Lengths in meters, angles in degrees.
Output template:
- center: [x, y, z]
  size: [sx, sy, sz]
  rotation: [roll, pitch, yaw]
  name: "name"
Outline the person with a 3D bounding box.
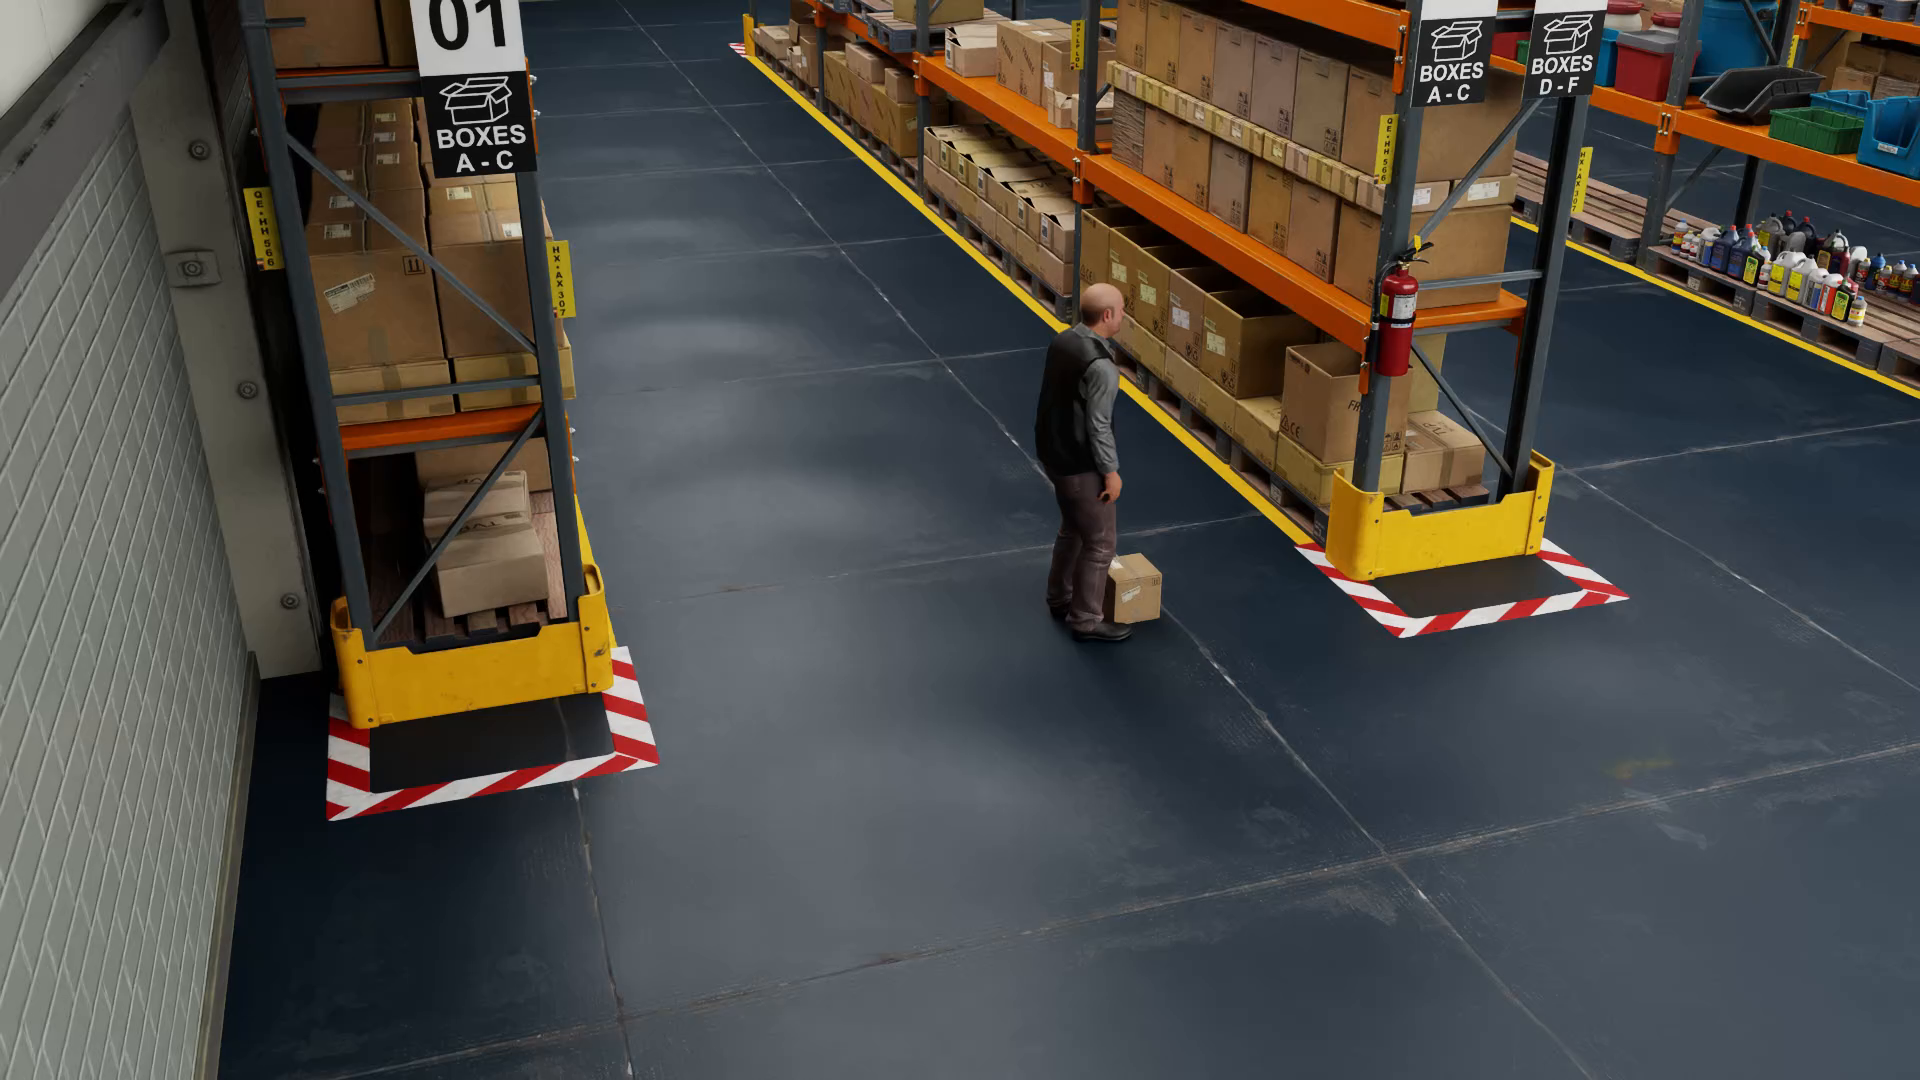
- center: [0.573, -0.372, 7.899]
  size: [0.413, 1.721, 0.581]
  rotation: [-8, 27, -16]
  name: "person"
